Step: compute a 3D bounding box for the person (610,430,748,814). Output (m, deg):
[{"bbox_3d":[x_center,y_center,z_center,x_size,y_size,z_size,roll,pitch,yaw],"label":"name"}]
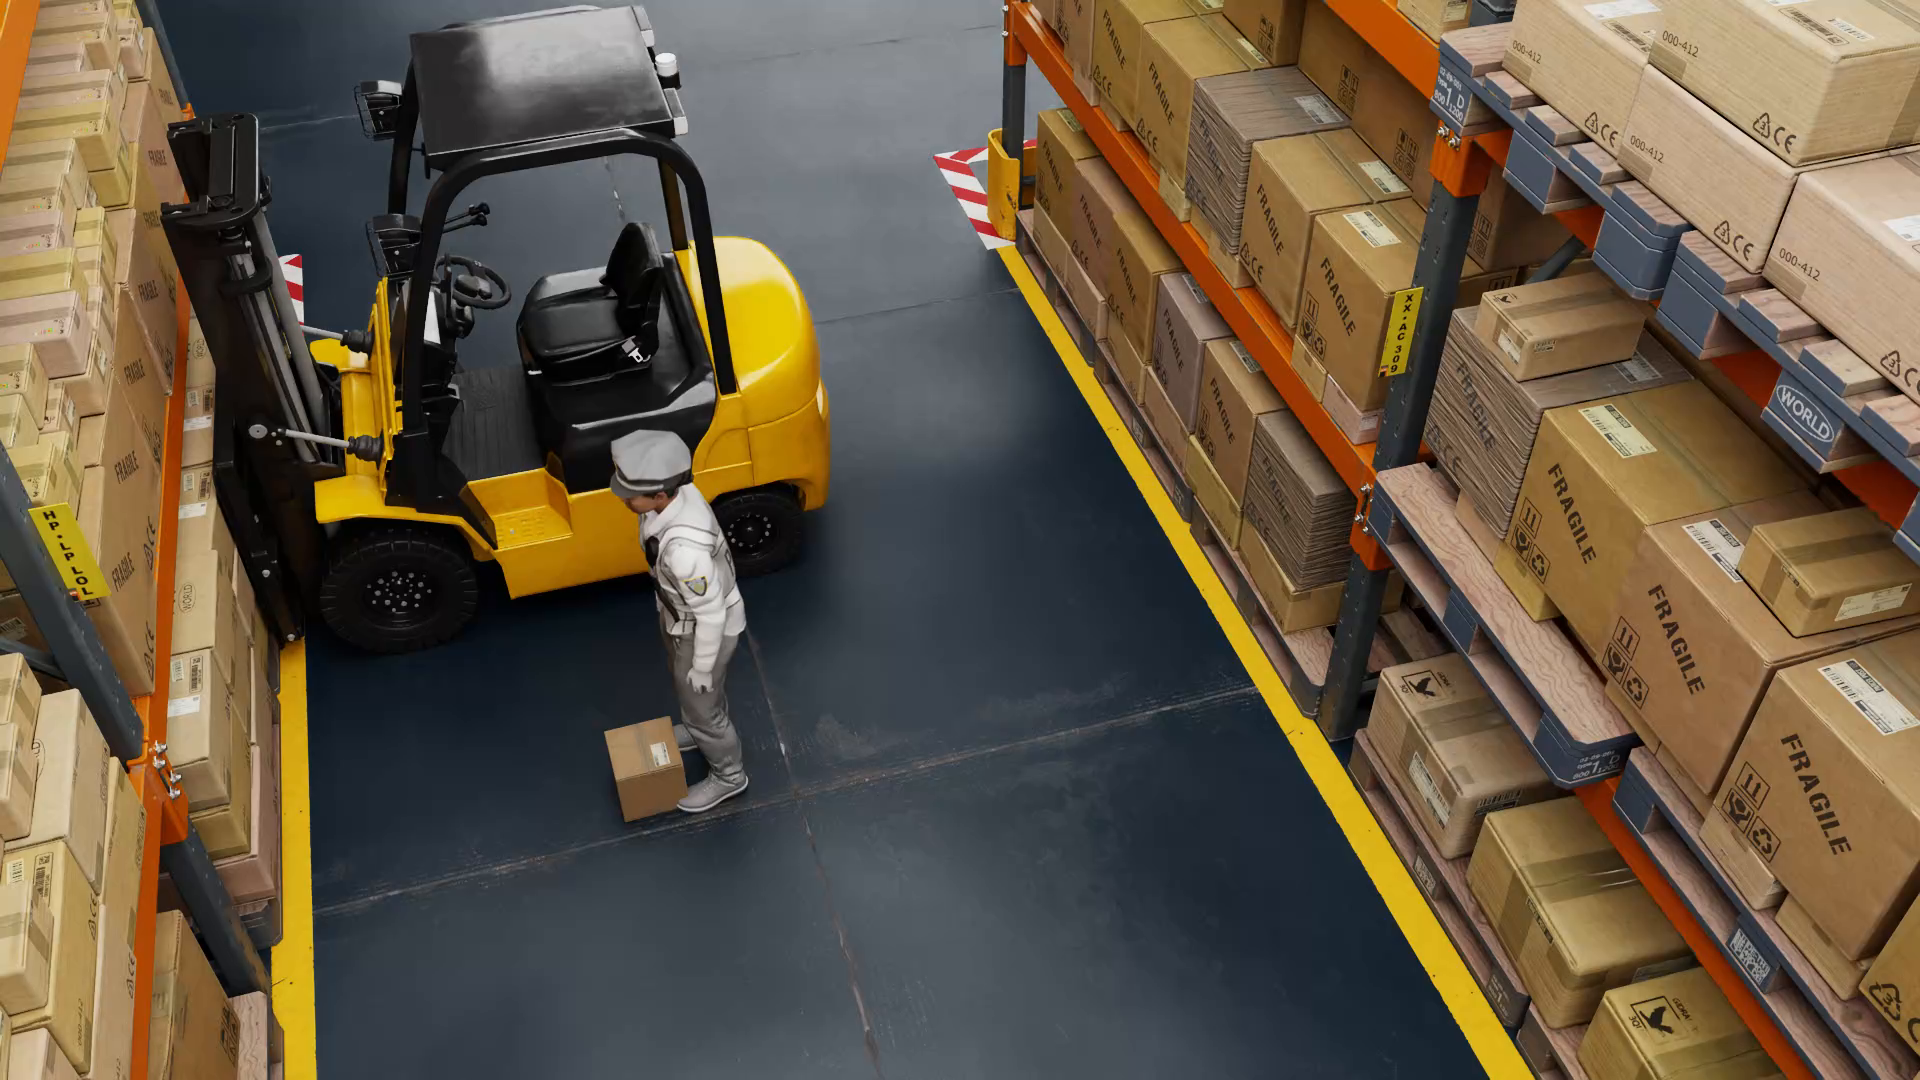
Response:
[{"bbox_3d":[-0.947,0.292,5.838,0.374,1.665,0.546,-14,44,-15],"label":"person"}]
